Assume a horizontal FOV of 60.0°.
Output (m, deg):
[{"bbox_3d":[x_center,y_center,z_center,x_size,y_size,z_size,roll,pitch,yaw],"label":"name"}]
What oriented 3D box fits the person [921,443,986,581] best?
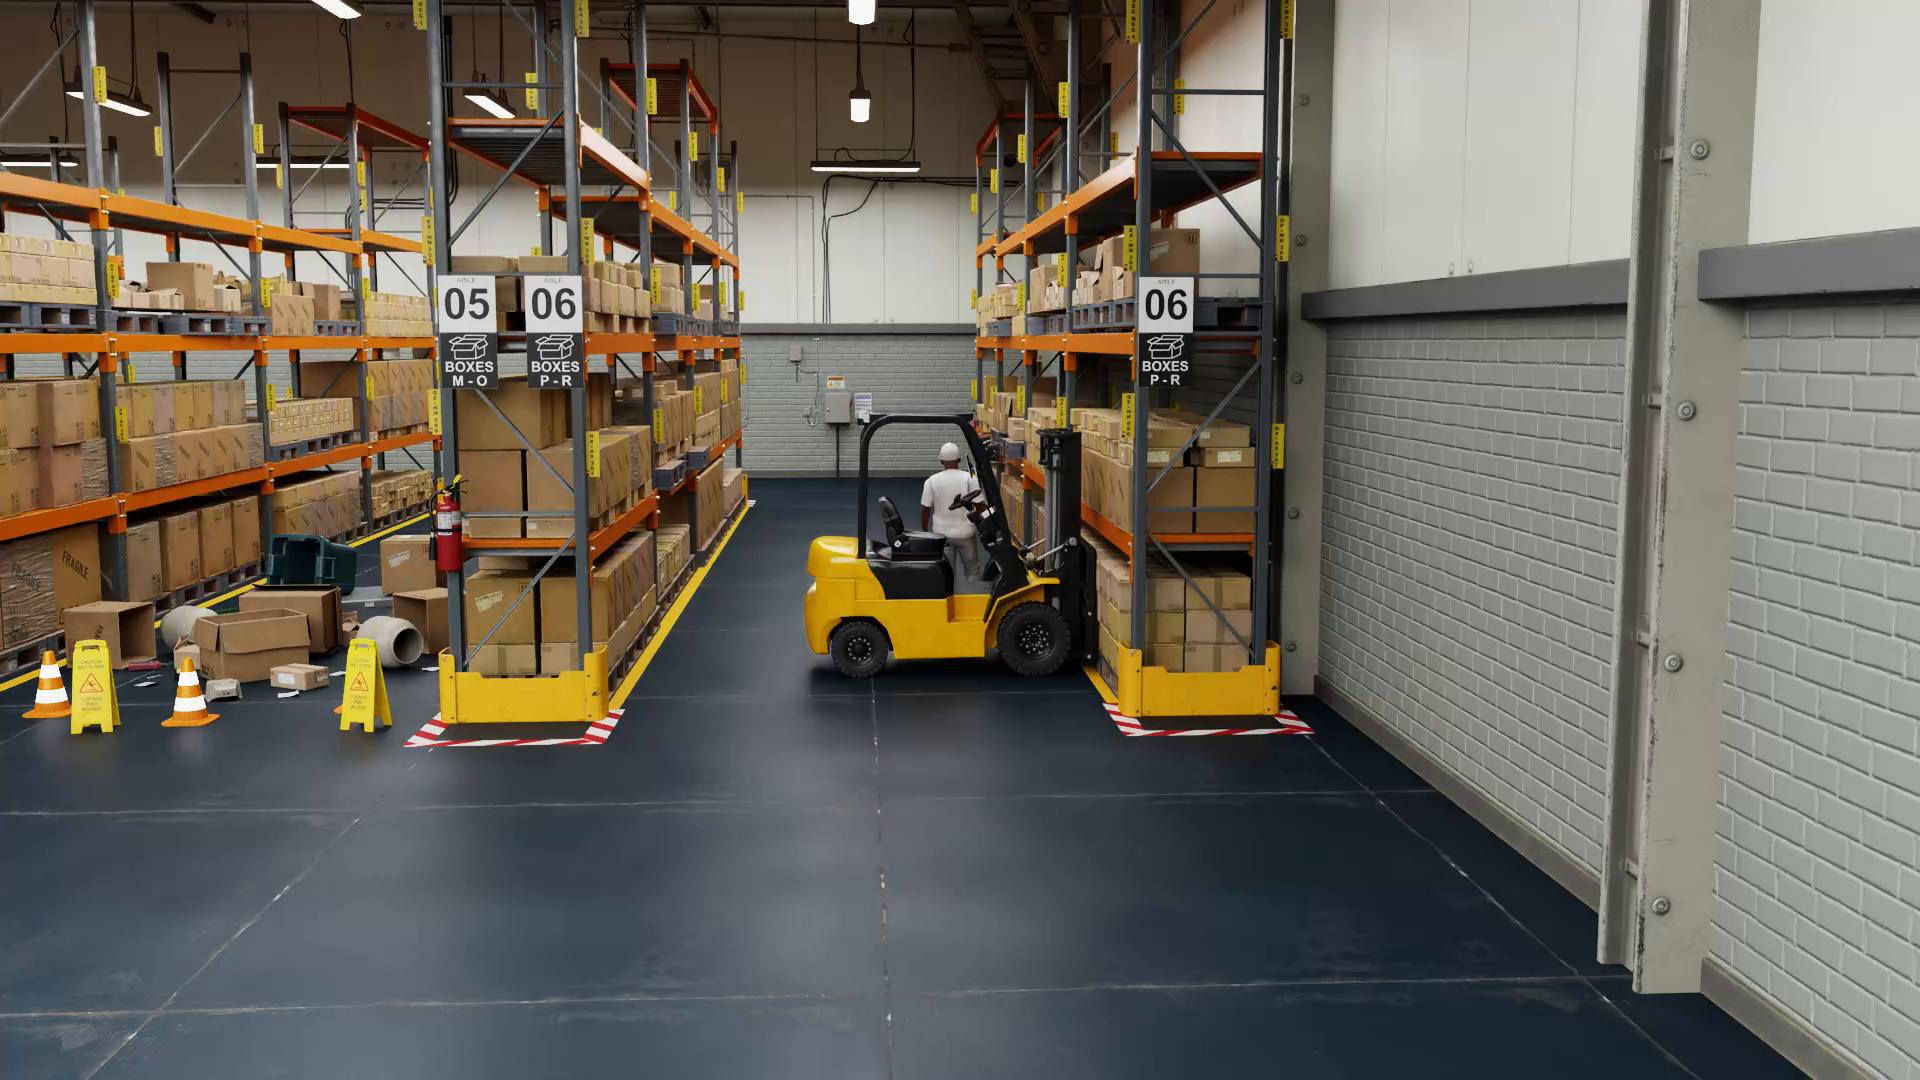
[{"bbox_3d":[-0.033,-0.071,16.163,0.665,1.769,0.574,1,7,10],"label":"person"}]
